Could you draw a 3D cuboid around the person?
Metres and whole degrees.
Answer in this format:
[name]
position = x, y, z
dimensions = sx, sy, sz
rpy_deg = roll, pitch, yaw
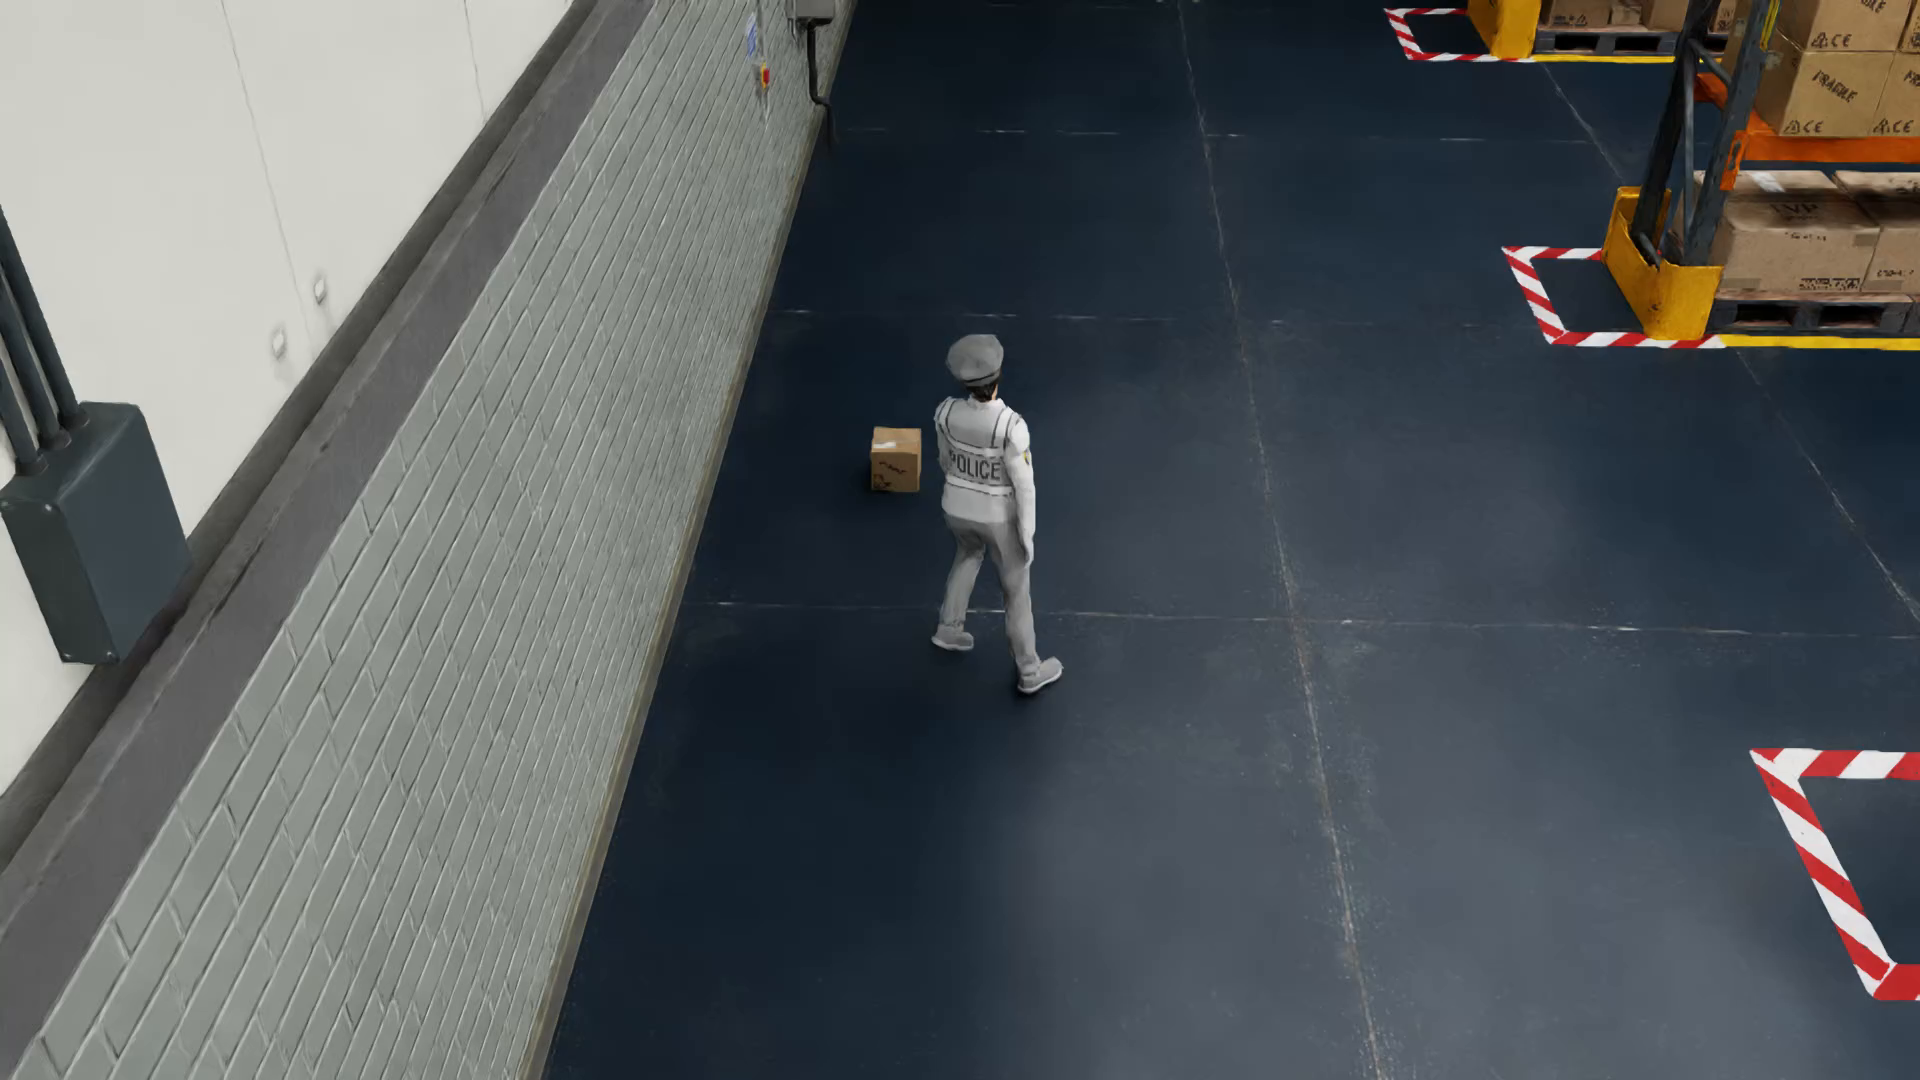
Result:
[person]
position = 0.179, -0.103, 7.237
dimensions = 0.606, 1.664, 0.437
rpy_deg = 15, 39, 20
